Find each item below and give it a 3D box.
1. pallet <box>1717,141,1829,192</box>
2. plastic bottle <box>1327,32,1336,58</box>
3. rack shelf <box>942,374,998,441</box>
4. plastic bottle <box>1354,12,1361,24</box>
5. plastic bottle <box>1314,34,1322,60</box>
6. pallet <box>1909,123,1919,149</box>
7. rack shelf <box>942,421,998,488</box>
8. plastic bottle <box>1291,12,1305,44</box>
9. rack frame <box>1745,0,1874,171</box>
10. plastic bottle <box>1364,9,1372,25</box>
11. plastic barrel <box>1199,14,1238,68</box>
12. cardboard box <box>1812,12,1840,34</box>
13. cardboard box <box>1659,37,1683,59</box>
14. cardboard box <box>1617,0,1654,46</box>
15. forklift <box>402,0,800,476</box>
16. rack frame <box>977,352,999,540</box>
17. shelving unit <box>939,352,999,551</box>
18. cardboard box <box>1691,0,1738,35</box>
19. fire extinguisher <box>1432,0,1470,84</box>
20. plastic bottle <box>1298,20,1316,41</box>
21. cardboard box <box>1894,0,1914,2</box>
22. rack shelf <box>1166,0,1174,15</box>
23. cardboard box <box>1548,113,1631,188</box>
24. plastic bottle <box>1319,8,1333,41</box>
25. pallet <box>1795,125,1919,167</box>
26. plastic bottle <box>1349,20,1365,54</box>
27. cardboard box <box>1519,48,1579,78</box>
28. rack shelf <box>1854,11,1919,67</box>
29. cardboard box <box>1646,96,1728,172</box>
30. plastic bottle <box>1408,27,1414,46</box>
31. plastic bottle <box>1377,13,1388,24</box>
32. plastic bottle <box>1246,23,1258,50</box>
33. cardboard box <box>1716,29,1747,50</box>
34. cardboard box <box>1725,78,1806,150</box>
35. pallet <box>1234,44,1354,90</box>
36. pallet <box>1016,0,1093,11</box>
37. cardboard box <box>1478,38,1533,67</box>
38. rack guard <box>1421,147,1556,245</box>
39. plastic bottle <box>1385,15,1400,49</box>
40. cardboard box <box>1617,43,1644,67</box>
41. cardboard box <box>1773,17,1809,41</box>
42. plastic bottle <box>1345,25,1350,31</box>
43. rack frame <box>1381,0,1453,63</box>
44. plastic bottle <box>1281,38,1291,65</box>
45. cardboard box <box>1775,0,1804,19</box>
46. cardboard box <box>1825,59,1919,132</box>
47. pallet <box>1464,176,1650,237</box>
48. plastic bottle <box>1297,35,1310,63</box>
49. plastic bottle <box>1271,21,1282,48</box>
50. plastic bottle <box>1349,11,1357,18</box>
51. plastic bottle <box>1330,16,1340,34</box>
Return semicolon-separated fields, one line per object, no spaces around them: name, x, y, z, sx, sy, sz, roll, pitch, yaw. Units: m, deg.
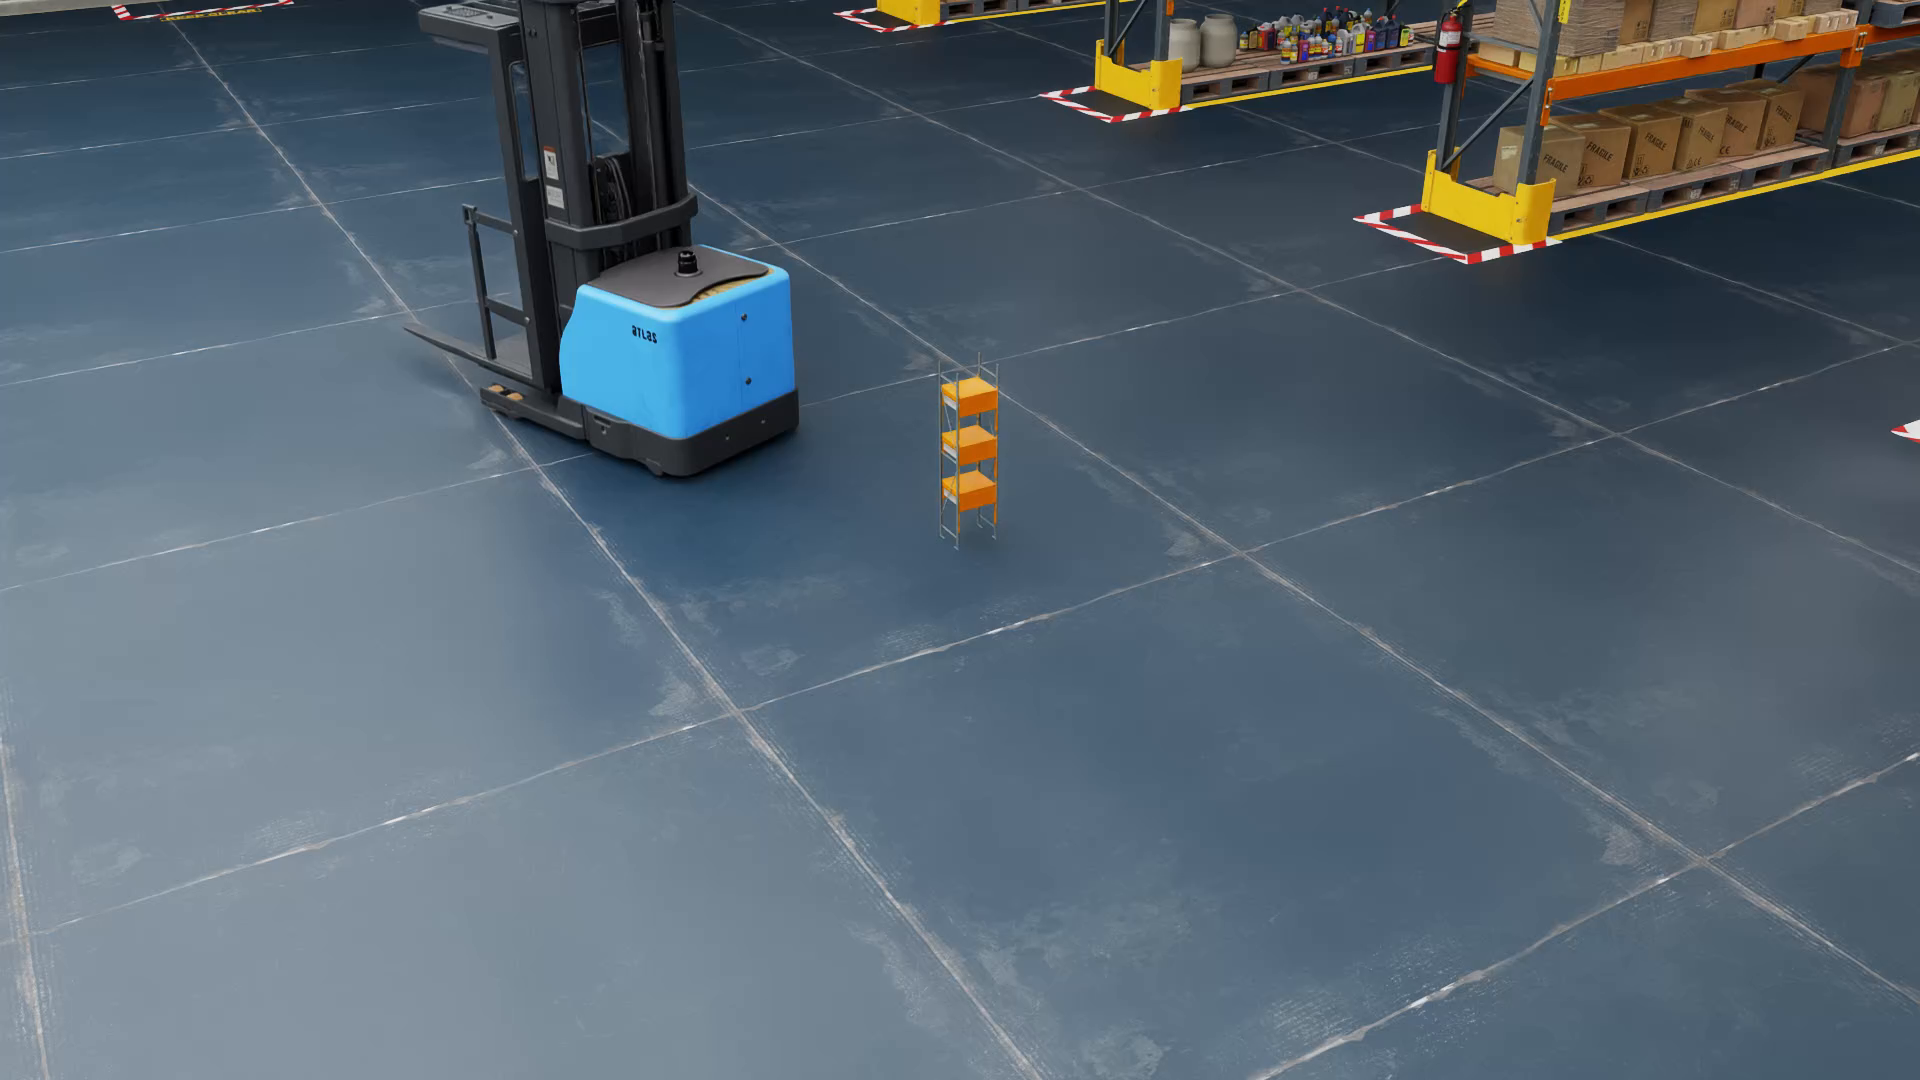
pallet;7.252;-3.561;15.484;1.213;0.211;1.003;-16;33;-26
plastic bottle;4.132;-5.515;18.507;0.097;0.271;0.097;0;29;0
rack shelf;0.046;-0.712;8.888;0.240;0.259;0.215;-16;33;-26
plastic bottle;4.596;-5.997;19.369;0.133;0.283;0.061;-16;33;-26
plastic bottle;3.958;-5.465;18.417;0.097;0.271;0.097;0;29;0
pallet;9.536;-4.232;16.699;1.213;0.211;1.003;-16;33;-26
rack shelf;0.046;-0.463;9.025;0.240;0.259;0.215;-16;33;-26
plastic bottle;3.868;-5.882;19.090;0.185;0.351;0.144;-16;33;-27
rack frame;7.813;-4.961;15.134;0.127;3.000;1.000;-16;33;-26
plastic bottle;4.807;-6.127;19.616;0.097;0.271;0.097;0;29;0
plastic barrel;2.816;-5.455;18.171;0.421;0.512;0.421;0;29;0
cardboard box;7.556;-4.618;14.774;0.250;0.149;0.380;-16;33;-26
cardboard box;5.805;-4.151;13.927;0.250;0.149;0.380;-16;33;-26
cardboard box;5.223;-4.451;13.800;0.500;0.500;0.875;-16;33;-26
forklift;-2.470;-2.232;10.261;3.031;2.935;1.130;21;35;34
rack frame;0.151;-0.503;9.074;0.008;1.050;0.200;-16;33;-26
shelving unit;0.046;-0.473;9.020;0.252;1.050;0.215;-16;33;-26
cardboard box;6.113;-4.673;14.202;0.500;0.500;0.875;-16;33;-26
fire extinguisher;4.032;-4.112;13.676;0.183;0.674;0.296;-16;33;-26
plastic bottle;3.965;-5.794;19.007;0.135;0.276;0.152;-16;33;-26
cardboard box;8.569;-5.543;15.135;1.000;1.000;1.000;-16;33;-26
rack shelf;3.579;-6.219;18.160;4.000;0.370;1.077;-16;33;-26
cardboard box;5.409;-3.378;14.418;0.500;0.500;0.500;-8;30;-13
plastic bottle;4.235;-5.986;19.278;0.185;0.351;0.144;-17;33;-28
pallet;8.483;-3.931;16.155;1.213;0.211;1.003;-16;33;-26
plastic bottle;4.450;-5.653;18.675;0.185;0.351;0.144;-16;33;-27
cardboard box;4.731;-3.842;13.367;0.250;0.149;0.380;-16;33;-26
rack shelf;9.537;-5.135;16.195;4.000;0.370;1.077;-16;33;-26
cardboard box;6.462;-3.641;14.895;0.500;0.500;0.500;-19;34;-31
plastic bottle;5.149;-5.773;19.047;0.097;0.201;0.097;0;29;0
plastic bottle;4.821;-5.839;19.013;0.185;0.351;0.144;-16;33;-26
plastic bottle;3.308;-5.717;18.860;0.133;0.283;0.061;-15;32;-25
cardboard box;6.476;-4.315;14.224;0.250;0.149;0.380;-16;33;-26
cardboard box;7.448;-3.969;15.490;0.500;0.500;0.500;-17;33;-28
pallet;3.650;-5.356;18.736;1.213;0.211;1.003;-16;33;-26
pallet;1.037;-7.390;22.422;1.213;0.211;1.003;-16;33;-26
cardboard box;4.505;-4.027;13.703;0.250;0.149;0.380;-16;33;-26
rack guard;4.430;-2.906;13.998;0.348;0.500;1.175;-16;33;-26
plastic bottle;4.894;-5.779;18.904;0.185;0.351;0.144;-17;33;-28
cardboard box;5.384;-4.020;13.690;0.250;0.149;0.380;-16;33;-26
cardboard box;7.151;-4.475;14.514;0.250;0.149;0.380;-16;33;-26
plastic bottle;4.376;-5.660;18.758;0.133;0.283;0.061;-16;33;-26
rack frame;5.304;-7.024;18.873;0.127;3.000;1.000;-16;33;-26
plastic bottle;3.576;-5.357;18.221;0.097;0.271;0.097;0;29;0
cardboard box;6.945;-4.943;14.690;0.500;0.500;0.875;-16;33;-26
cardboard box;8.774;-4.309;16.086;0.500;0.500;0.700;-16;33;-27
pallet;5.148;-2.963;14.401;1.213;0.211;1.003;-16;33;-26
plastic bottle;3.780;-5.410;18.305;0.133;0.283;0.061;-15;32;-26
plastic bottle;3.567;-5.761;18.949;0.135;0.276;0.152;-17;33;-28
plastic bottle;4.542;-6.038;19.450;0.135;0.276;0.152;-15;32;-25
plastic bottle;4.334;-5.912;19.226;0.097;0.271;0.097;0;29;0
